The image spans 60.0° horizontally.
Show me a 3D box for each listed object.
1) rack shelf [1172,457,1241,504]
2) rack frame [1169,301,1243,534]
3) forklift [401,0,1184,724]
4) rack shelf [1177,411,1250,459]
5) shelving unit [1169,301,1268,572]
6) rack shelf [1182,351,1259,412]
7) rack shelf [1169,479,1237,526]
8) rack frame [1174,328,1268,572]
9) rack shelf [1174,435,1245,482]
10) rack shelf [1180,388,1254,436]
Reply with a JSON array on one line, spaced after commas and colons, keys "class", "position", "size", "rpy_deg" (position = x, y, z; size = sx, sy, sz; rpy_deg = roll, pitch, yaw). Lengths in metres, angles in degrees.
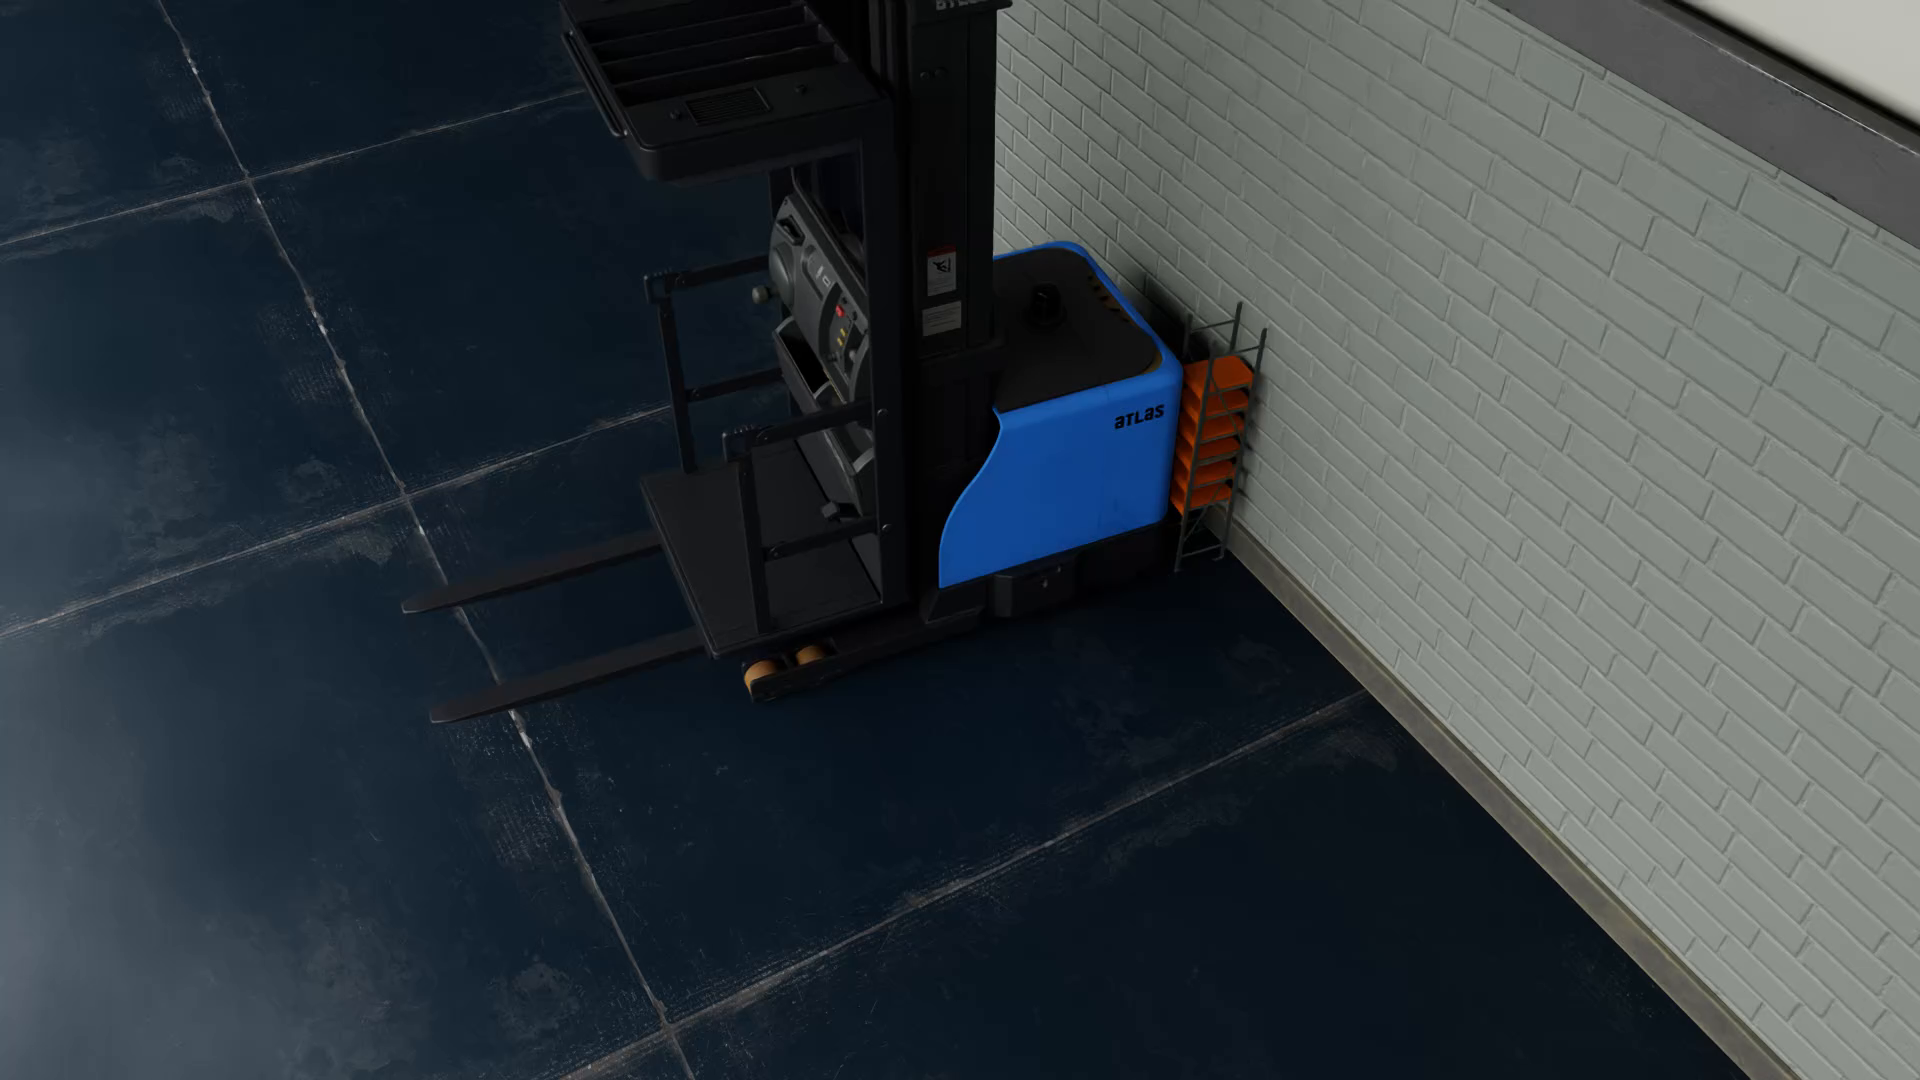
[{"class": "rack shelf", "position": [0.991, -0.271, 6.823], "size": [0.258, 0.103, 0.180], "rpy_deg": [-16, 46, -18]}, {"class": "rack frame", "position": [0.959, -0.449, 6.771], "size": [0.240, 1.200, 0.006], "rpy_deg": [-16, 46, -18]}, {"class": "forklift", "position": [-0.695, -0.841, 5.941], "size": [3.031, 2.935, 1.130], "rpy_deg": [-17, 47, -16]}, {"class": "rack shelf", "position": [0.998, -0.446, 6.659], "size": [0.258, 0.103, 0.180], "rpy_deg": [-16, 46, -18]}, {"class": "shelving unit", "position": [0.996, -0.391, 6.711], "size": [0.258, 1.200, 0.189], "rpy_deg": [-16, 46, -18]}, {"class": "rack shelf", "position": [1.005, -0.621, 6.495], "size": [0.258, 0.103, 0.180], "rpy_deg": [-16, 46, -18]}, {"class": "rack shelf", "position": [0.988, -0.183, 6.905], "size": [0.258, 0.103, 0.180], "rpy_deg": [-16, 46, -18]}, {"class": "rack frame", "position": [1.033, -0.333, 6.651], "size": [0.240, 1.200, 0.006], "rpy_deg": [-16, 46, -18]}, {"class": "rack shelf", "position": [0.995, -0.358, 6.741], "size": [0.258, 0.103, 0.180], "rpy_deg": [-16, 46, -18]}, {"class": "rack shelf", "position": [1.002, -0.533, 6.577], "size": [0.258, 0.103, 0.180], "rpy_deg": [-16, 46, -18]}]
